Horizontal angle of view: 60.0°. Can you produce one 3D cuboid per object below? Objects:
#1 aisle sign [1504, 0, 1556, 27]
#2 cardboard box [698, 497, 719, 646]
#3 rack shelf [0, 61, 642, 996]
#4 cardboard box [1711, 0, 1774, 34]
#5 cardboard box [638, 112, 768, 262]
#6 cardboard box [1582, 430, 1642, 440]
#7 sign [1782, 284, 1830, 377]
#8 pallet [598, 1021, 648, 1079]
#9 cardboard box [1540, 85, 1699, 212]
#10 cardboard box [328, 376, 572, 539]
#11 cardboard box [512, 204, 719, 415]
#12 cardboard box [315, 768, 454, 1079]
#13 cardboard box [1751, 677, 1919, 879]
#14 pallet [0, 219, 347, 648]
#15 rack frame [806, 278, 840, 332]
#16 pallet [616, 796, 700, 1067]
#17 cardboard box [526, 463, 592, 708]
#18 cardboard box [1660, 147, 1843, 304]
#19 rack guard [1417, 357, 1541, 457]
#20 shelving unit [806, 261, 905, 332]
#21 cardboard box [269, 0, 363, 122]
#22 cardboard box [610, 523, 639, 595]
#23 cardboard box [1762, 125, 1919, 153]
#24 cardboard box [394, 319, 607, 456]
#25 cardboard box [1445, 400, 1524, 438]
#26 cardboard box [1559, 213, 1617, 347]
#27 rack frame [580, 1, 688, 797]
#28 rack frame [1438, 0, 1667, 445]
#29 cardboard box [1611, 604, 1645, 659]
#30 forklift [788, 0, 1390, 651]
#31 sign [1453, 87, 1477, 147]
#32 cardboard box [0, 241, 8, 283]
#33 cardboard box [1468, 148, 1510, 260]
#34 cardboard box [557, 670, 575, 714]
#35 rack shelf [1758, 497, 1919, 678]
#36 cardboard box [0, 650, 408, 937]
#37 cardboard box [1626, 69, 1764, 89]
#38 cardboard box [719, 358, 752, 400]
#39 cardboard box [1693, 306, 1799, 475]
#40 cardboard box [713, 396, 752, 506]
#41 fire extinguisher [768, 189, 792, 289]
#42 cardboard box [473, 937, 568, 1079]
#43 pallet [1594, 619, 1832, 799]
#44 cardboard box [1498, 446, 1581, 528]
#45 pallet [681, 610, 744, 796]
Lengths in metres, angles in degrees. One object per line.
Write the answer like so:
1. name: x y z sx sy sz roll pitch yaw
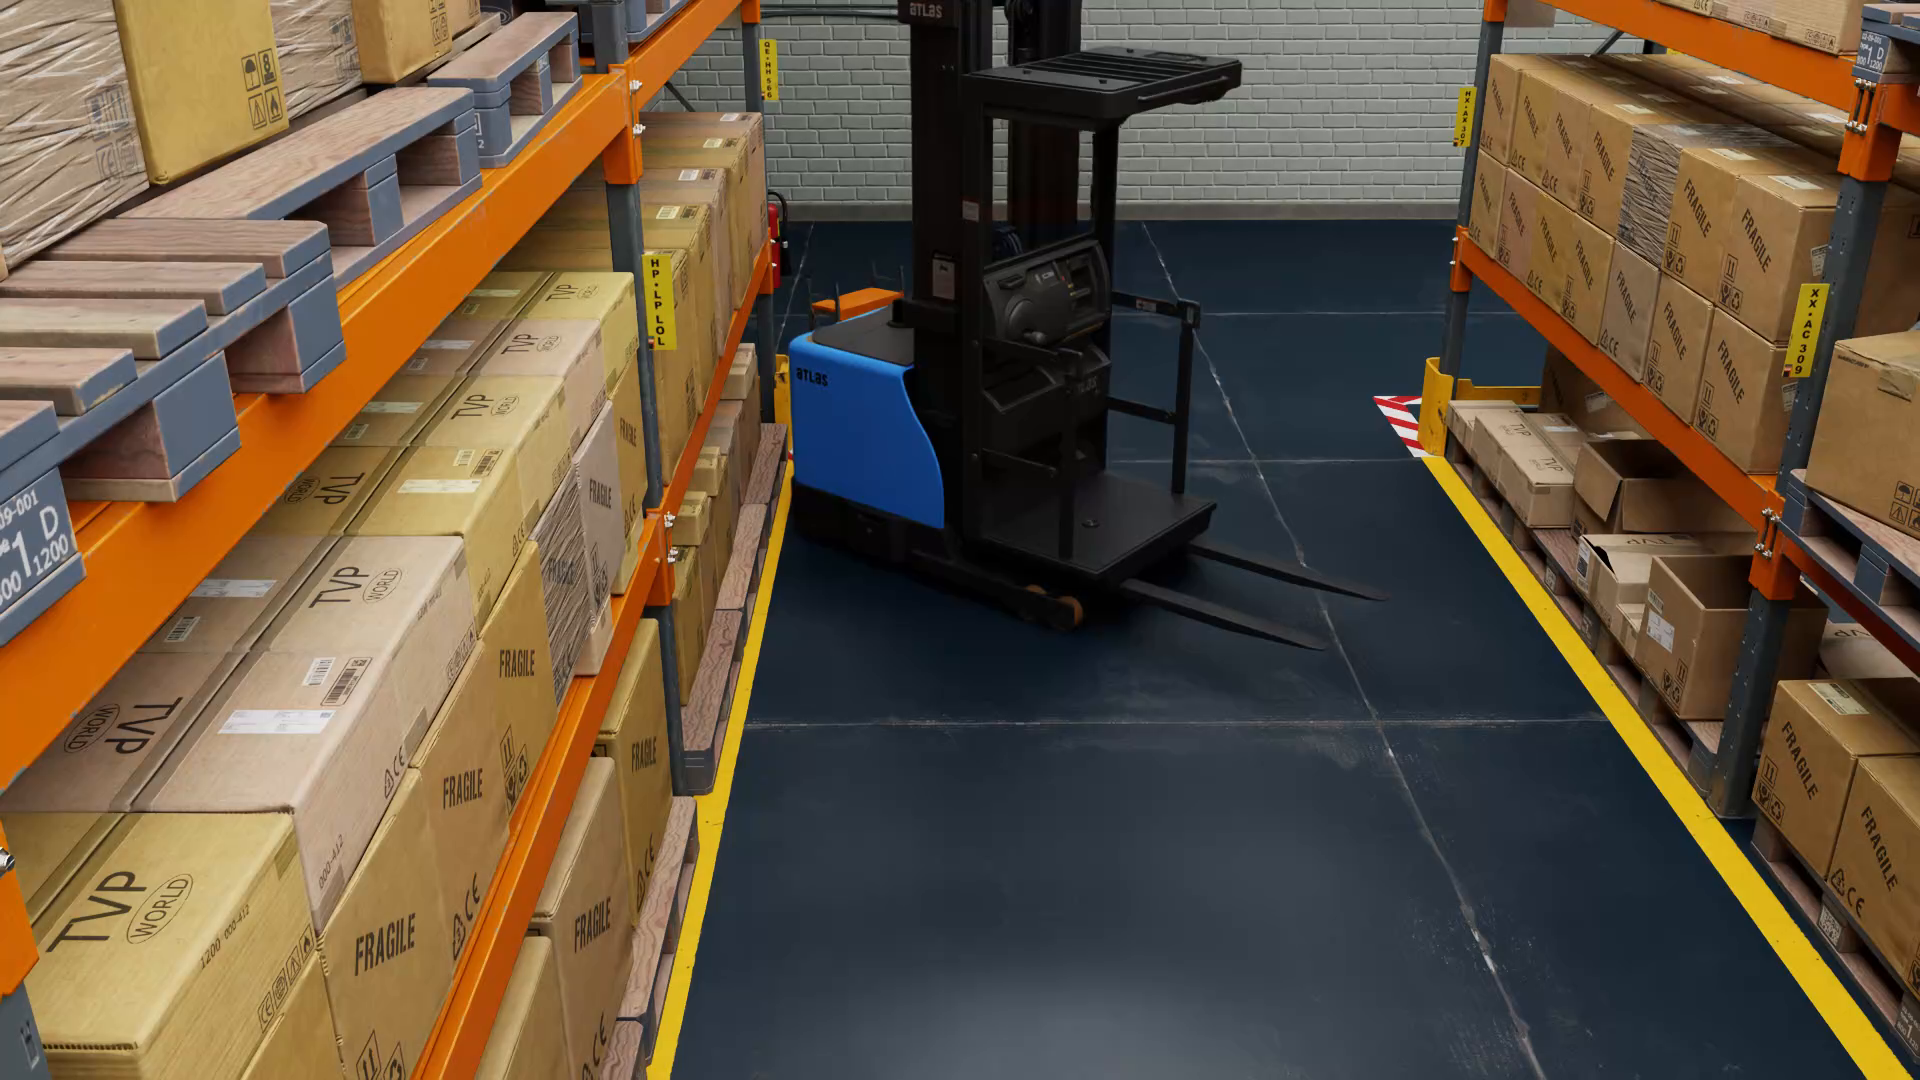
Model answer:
1. aisle sign: 3.067 -3.177 8.980 0.394 0.787 0.004 0 24 -1
2. cardboard box: -1.456 0.138 7.329 0.700 0.500 0.500 0 24 -1
3. rack shelf: -1.527 -0.509 3.468 1.077 0.370 4.000 0 24 -1
4. cardboard box: 3.139 -2.021 6.121 0.500 0.250 0.500 0 24 -1
5. cardboard box: -1.577 -1.869 8.878 0.980 0.700 0.700 1 24 2
6. cardboard box: 3.528 -0.485 9.087 0.380 0.166 0.250 0 24 -1
7. sign: 2.862 -0.707 5.622 0.100 0.325 0.005 0 24 -1
8. pallet: -1.448 1.798 4.518 1.003 0.211 1.213 0 24 -1
9. cardboard box: 3.116 -1.862 7.891 0.500 0.500 0.500 0 24 0
10. cardboard box: -1.286 -0.214 4.166 0.500 0.250 0.500 0 24 0
11. cardboard box: -1.541 -0.955 6.858 0.980 0.700 0.700 -1 24 -2
12. cardboard box: -1.251 0.747 2.952 0.500 0.500 0.500 1 24 1
13. cardboard box: 3.166 0.821 5.794 0.500 0.500 0.500 -1 24 -3
14. pallet: -1.565 -0.191 2.122 1.213 0.211 1.003 1 24 2
15. rack frame: -0.713 -0.824 9.099 0.240 1.200 0.015 17 29 40
16. pallet: -1.465 1.294 5.632 1.003 0.211 1.213 0 24 -1
17. cardboard box: -1.279 0.122 4.333 0.500 0.500 0.500 0 24 0
18. cardboard box: 3.132 -1.237 6.511 0.500 0.500 0.500 -1 24 -2
19. rack guard: 3.362 -0.796 9.903 1.175 0.500 0.348 0 24 -1
20. shelving unit: -0.547 -0.898 9.262 0.258 1.200 0.503 17 29 40
21. cardboard box: -1.637 -1.108 3.264 0.700 0.500 0.500 0 24 -1
22. cardboard box: -1.235 0.053 5.273 0.380 0.149 0.250 0 24 0
23. cardboard box: 3.670 -1.439 6.956 0.500 0.500 0.500 -1 24 -2
24. cardboard box: -1.292 -0.424 4.630 0.500 0.250 0.500 0 24 1
25. cardboard box: 3.022 -0.693 9.569 0.380 0.149 0.250 0 24 -1
26. cardboard box: 3.120 -1.202 7.647 0.500 0.500 0.500 0 24 0
27. rack frame: -1.548 -0.294 5.760 1.000 3.000 0.127 0 24 -1
28. rack frame: 3.361 -1.966 9.457 1.000 3.000 0.127 0 24 -1
29. cardboard box: 3.051 0.393 7.167 0.380 0.149 0.250 0 24 -1
30. forklift: 0.585 -1.152 7.741 3.031 2.935 1.130 18 30 34
31. sign: 2.819 -2.358 9.273 0.100 0.325 0.005 0 24 -1
32. cardboard box: -1.567 -0.454 1.819 0.700 0.500 0.500 -2 24 -5
33. cardboard box: 3.102 -1.828 9.029 0.500 0.500 0.500 0 24 1
34. cardboard box: -1.280 0.370 4.573 0.380 0.149 0.250 0 24 -1
35. rack shelf: 3.427 0.834 4.139 1.077 0.370 4.000 0 24 -1
36. cardboard box: -1.259 0.413 2.781 0.500 0.250 0.500 -1 24 -1
37. cardboard box: 3.647 -2.077 8.367 0.500 0.500 0.500 0 24 1
38. cardboard box: -1.297 -0.845 8.714 0.380 0.149 0.250 0 24 1
39. cardboard box: 3.143 -0.568 6.245 0.500 0.500 0.500 0 24 0
40. cardboard box: -1.479 -0.500 8.740 0.700 0.500 0.500 0 24 -1
41. fire extinguisher: -1.132 -1.801 9.639 0.296 0.674 0.183 0 24 -1
42. cardboard box: -1.385 1.478 3.942 0.750 0.750 0.750 0 24 -1
43. pallet: 3.398 0.670 7.013 1.003 0.211 1.213 0 24 -1
44. cardboard box: 3.094 -0.276 8.524 0.500 0.250 0.500 0 24 -1
45. pallet: -1.479 0.663 7.028 1.003 0.211 1.213 0 24 -1
